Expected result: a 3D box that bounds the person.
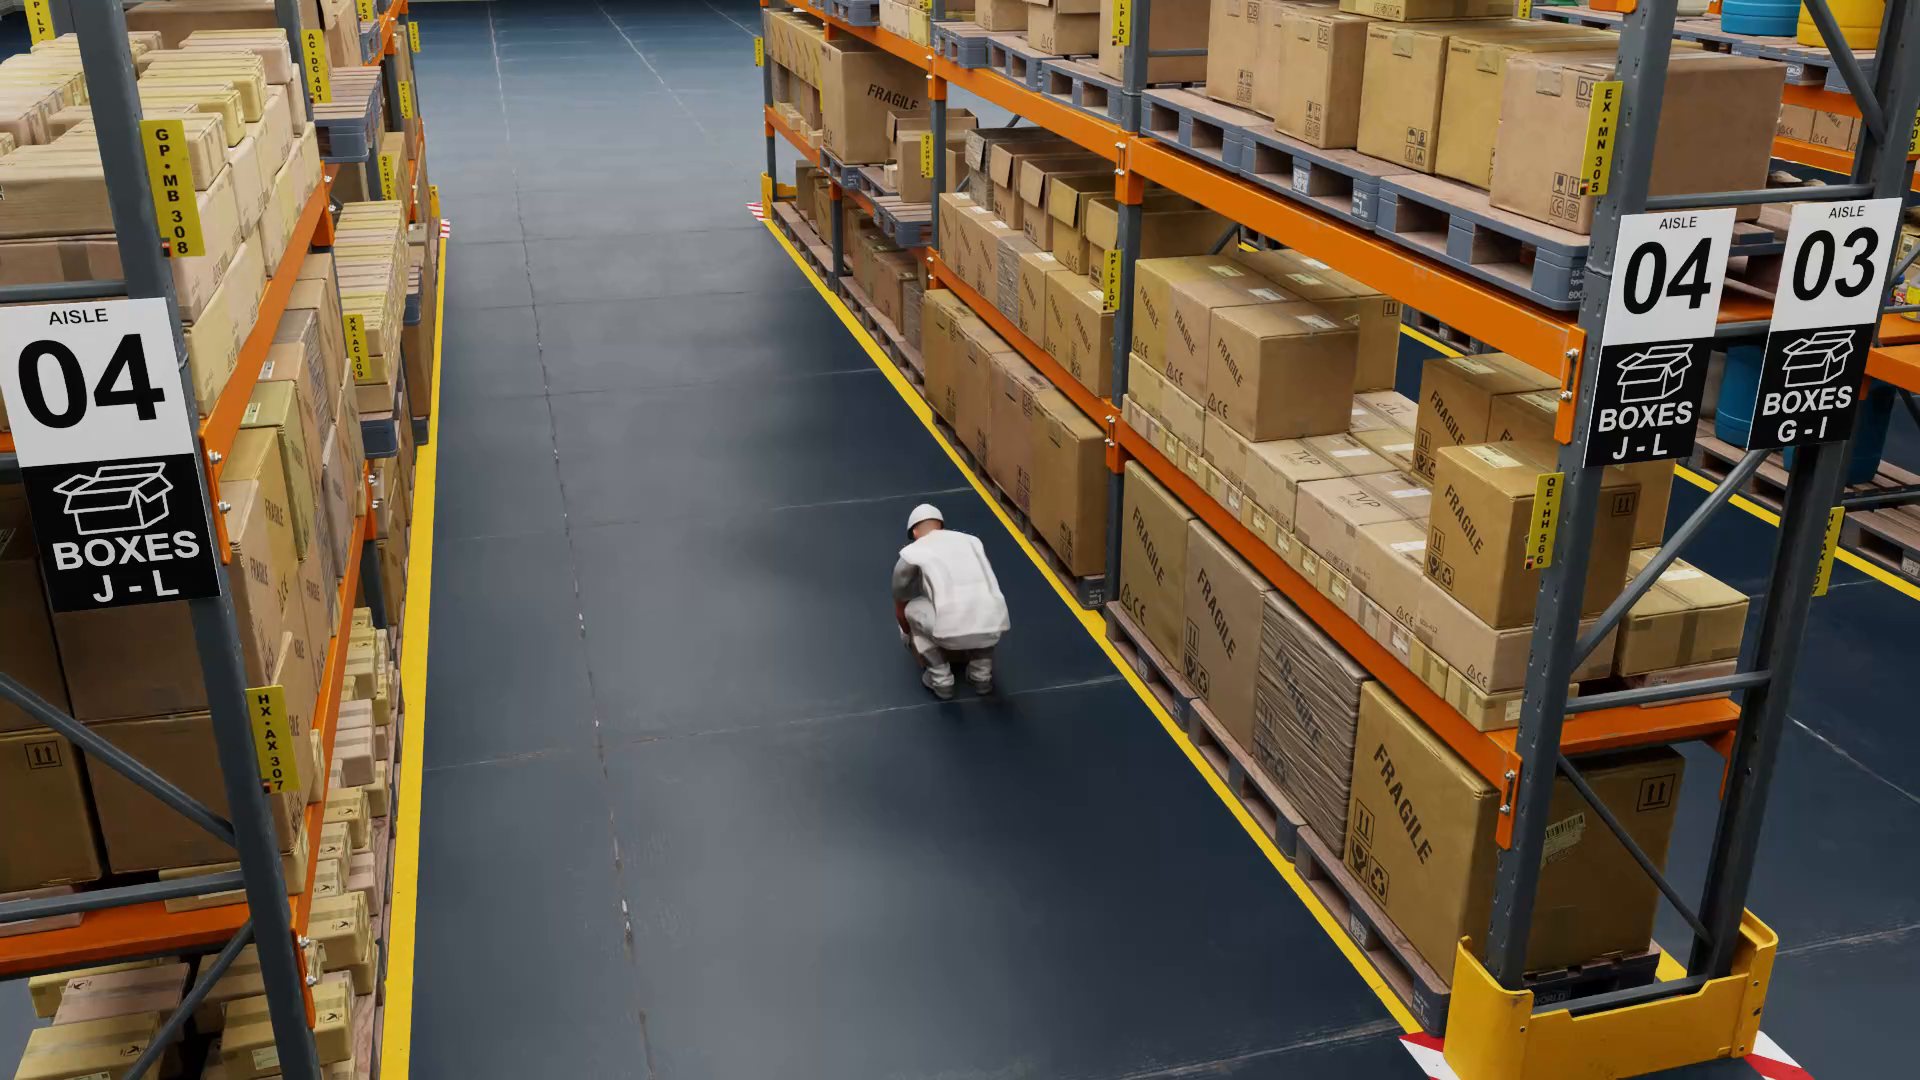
[{"bbox_3d":[-0.057,0.348,8.878,0.567,0.909,0.884,-6,23,-14],"label":"person"}]
